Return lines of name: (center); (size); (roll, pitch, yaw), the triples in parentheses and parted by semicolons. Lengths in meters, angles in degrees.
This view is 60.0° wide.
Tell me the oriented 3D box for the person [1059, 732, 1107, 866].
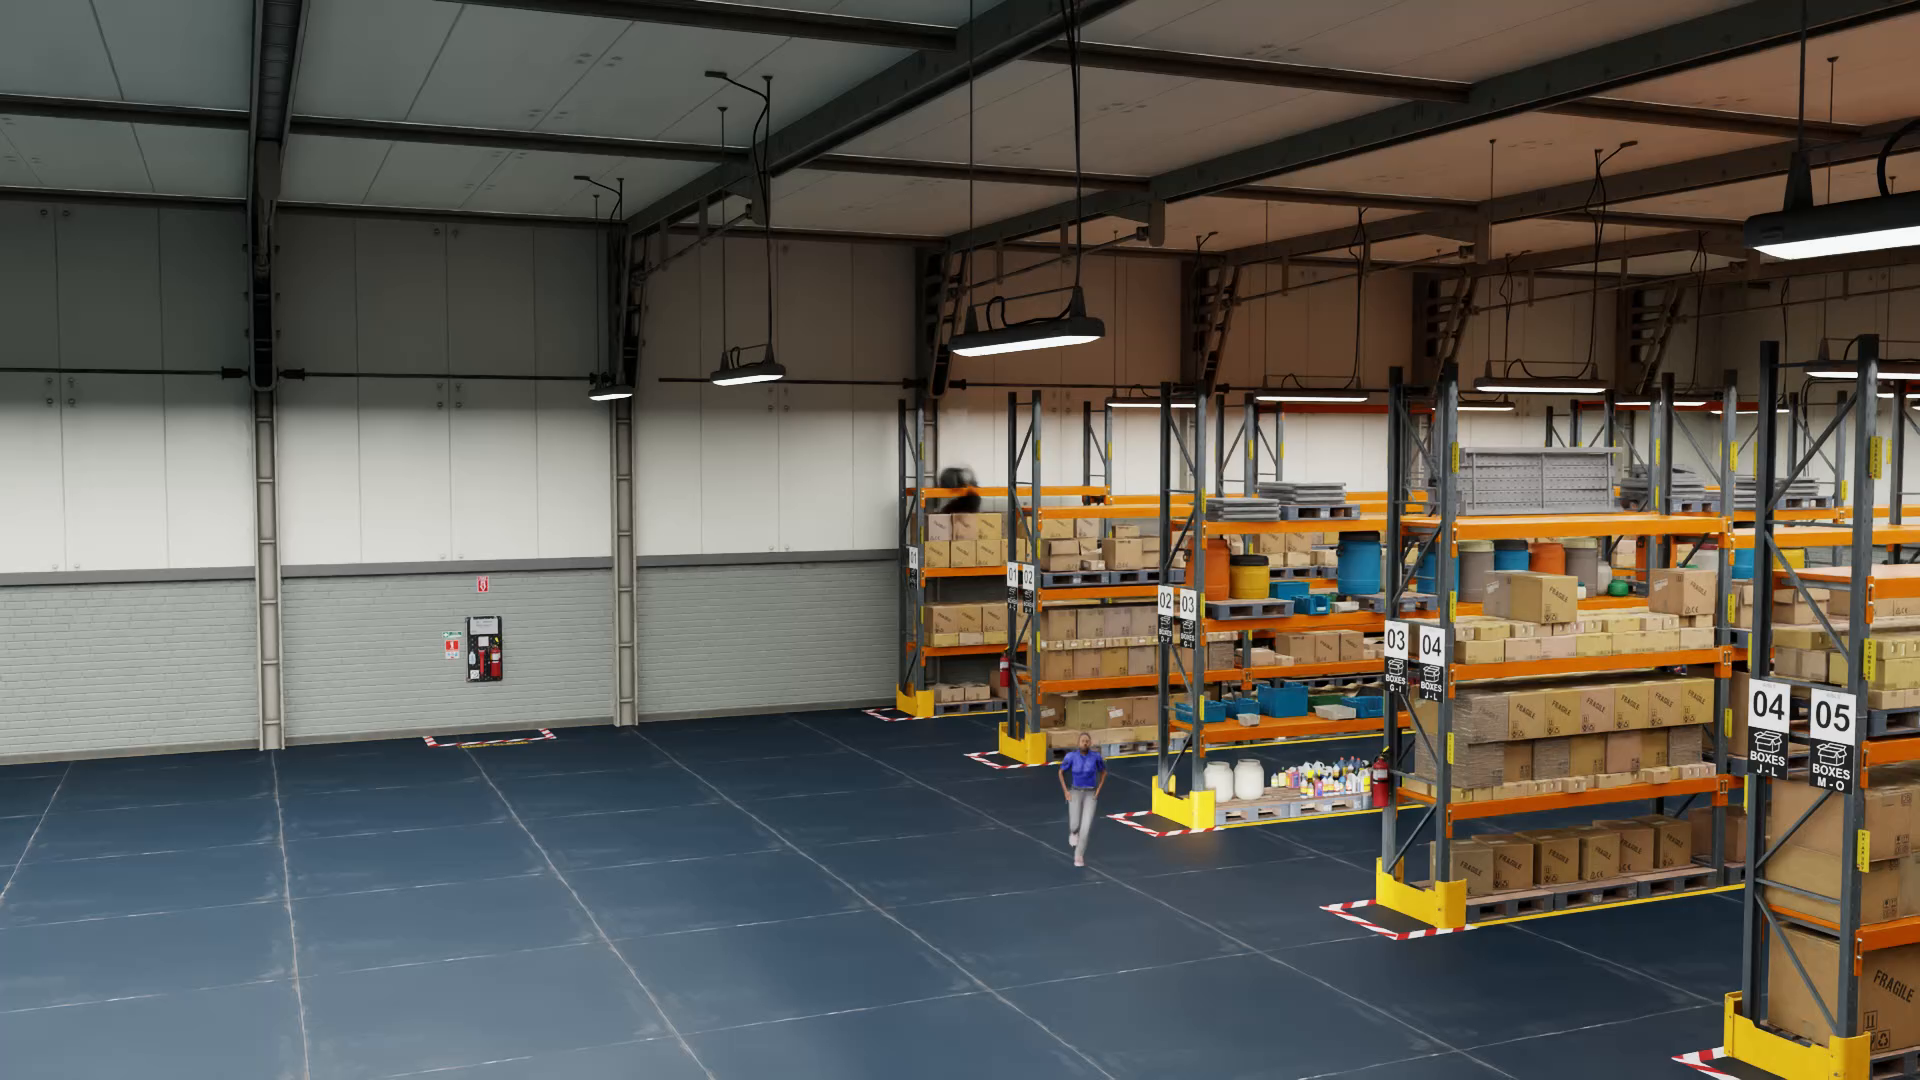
person: (1.521, 3.166, 20.557); (0.594, 1.620, 0.579); (0, 3, -2)
